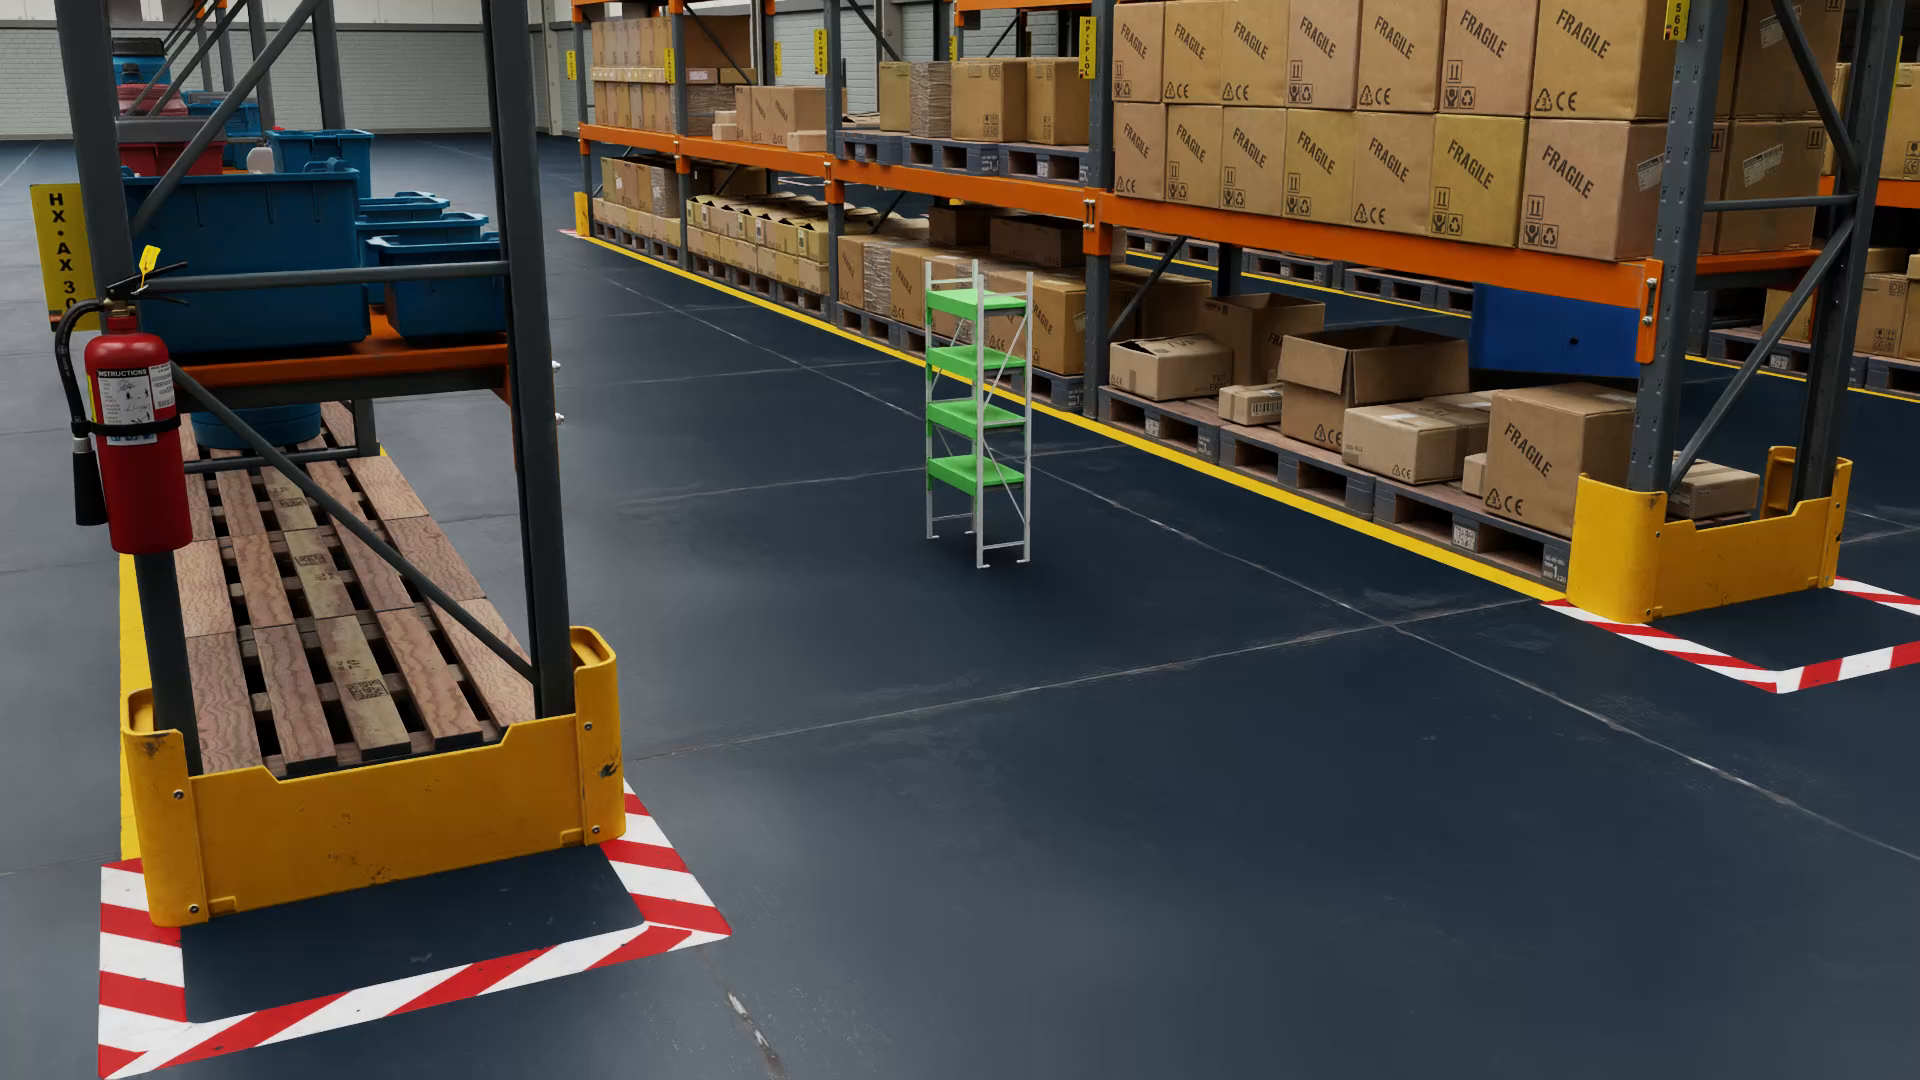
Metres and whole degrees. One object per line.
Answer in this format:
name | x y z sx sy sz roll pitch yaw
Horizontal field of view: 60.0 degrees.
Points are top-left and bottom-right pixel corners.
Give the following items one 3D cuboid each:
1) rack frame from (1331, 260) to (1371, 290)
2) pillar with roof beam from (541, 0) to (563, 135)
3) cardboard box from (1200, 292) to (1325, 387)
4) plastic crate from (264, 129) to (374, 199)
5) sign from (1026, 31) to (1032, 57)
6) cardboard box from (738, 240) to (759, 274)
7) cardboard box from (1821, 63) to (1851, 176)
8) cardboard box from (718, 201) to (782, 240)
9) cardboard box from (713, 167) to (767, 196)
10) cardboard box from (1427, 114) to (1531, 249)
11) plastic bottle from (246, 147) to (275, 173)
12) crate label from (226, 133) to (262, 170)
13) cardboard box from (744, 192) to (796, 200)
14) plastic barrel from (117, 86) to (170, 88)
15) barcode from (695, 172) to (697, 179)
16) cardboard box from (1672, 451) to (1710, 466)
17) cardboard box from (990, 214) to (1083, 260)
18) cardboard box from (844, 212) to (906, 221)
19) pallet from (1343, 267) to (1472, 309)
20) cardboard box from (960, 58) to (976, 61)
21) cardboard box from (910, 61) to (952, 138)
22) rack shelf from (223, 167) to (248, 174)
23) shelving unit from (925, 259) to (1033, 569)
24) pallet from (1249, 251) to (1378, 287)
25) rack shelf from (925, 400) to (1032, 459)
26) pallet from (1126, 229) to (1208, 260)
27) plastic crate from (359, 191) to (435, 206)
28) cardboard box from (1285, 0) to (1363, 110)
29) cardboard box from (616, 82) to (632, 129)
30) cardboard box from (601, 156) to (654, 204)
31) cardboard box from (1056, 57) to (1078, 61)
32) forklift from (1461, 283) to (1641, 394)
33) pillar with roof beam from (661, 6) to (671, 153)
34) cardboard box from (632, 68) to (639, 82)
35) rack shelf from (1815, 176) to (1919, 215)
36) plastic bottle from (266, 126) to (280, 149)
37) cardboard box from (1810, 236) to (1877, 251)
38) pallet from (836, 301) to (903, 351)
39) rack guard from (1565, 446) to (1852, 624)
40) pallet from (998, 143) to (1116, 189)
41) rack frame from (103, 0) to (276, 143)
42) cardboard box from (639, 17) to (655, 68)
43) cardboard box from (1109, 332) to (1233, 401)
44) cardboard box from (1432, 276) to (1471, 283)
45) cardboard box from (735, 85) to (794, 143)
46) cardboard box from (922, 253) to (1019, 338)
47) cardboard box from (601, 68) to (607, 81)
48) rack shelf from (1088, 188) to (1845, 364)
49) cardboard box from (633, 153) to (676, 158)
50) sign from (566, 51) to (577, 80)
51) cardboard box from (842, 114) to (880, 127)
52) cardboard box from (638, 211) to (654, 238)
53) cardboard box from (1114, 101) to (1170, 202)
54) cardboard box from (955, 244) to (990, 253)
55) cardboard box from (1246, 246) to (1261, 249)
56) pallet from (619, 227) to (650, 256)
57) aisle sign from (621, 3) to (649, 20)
rack frame | 3.896 -3.801 15.058 1.000 3.000 0.127 -8 18 -25
pillar with roof beam | -15.537 -15.518 45.011 9.100 9.000 0.400 -8 18 -25
cardboard box | 1.702 -1.113 9.424 0.500 0.500 0.500 -8 18 -25
plastic crate | -2.746 -1.559 7.164 0.392 0.384 0.575 -8 18 -25
sign | 0.899 -6.555 21.984 0.100 0.325 0.005 -8 18 -25
cardboard box | -1.680 -2.562 14.965 0.500 0.250 0.500 -7 18 -24
cardboard box | 5.871 -2.817 11.085 0.980 0.700 0.700 -7 18 -24
cardboard box | -1.908 -2.958 15.326 0.500 0.311 0.500 -8 18 -27
cardboard box | -2.230 -3.587 17.176 0.500 0.500 0.500 -8 18 -25
cardboard box | 2.278 -1.472 6.762 0.500 0.500 0.500 -7 18 -24
plastic bottle | -3.660 -1.924 8.743 0.152 0.276 0.135 -8 18 -25
crate label | -4.857 -2.673 11.431 0.303 0.233 0.416 -8 18 -25
cardboard box | -1.873 -3.277 16.440 0.500 0.311 0.500 -8 18 -25
plastic barrel | -6.029 -3.108 12.397 0.433 0.535 0.433 0 16 0
barcode | -2.570 -3.551 16.181 0.001 0.075 0.075 -8 18 -25
cardboard box | 2.965 -0.275 7.109 0.380 0.166 0.250 -8 18 -25
cardboard box | 0.546 -2.102 11.511 0.500 0.250 0.500 -8 18 -26
cardboard box | -0.759 -2.646 14.239 0.500 0.311 0.500 -8 18 -26
pallet | 4.174 -2.256 14.730 1.003 0.211 1.213 -8 18 -25
cardboard box | 0.330 -5.928 21.346 0.500 0.500 0.500 -8 18 -25
cardboard box | 0.051 -3.059 11.530 0.700 0.500 0.500 -4 17 -14
rack shelf | -5.886 -2.754 12.714 1.077 0.370 4.000 -8 18 -25
shelving unit | 0.073 -0.536 6.942 0.258 1.200 0.503 -8 18 -25
pallet | 3.555 -2.655 16.119 1.003 0.211 1.213 -8 18 -25
rack shelf | 0.073 -0.474 6.960 0.258 0.148 0.480 -8 18 -25
pallet | 2.486 -3.260 18.227 1.003 0.211 1.213 -8 18 -25
plastic crate | -2.026 -1.070 5.738 0.416 0.233 0.300 -8 18 -25
cardboard box | 1.829 -2.204 7.499 0.500 0.500 0.500 -7 17 -23
cardboard box | -3.420 -4.862 18.576 0.700 0.500 0.500 -8 18 -25
cardboard box | -3.804 -4.142 19.111 0.500 0.500 0.500 -8 18 -25
cardboard box | 1.435 -5.294 19.136 0.500 0.500 0.500 -8 18 -25
forklift | 3.908 -2.440 10.441 1.130 2.935 3.031 6 17 19
pillar with roof beam | -10.280 -12.542 34.643 9.100 9.000 0.400 -8 18 -25
cardboard box | -3.293 -4.975 17.793 0.380 0.149 0.250 -7 17 -23
rack shelf | 6.524 -1.967 9.973 1.077 0.370 4.000 -8 18 -25
plastic bottle | -3.916 -2.203 9.581 0.144 0.351 0.185 -8 18 -25
cardboard box | 5.999 -1.983 11.319 0.380 0.149 0.250 -8 18 -25
pallet | -0.262 -1.671 12.692 1.003 0.211 1.213 -8 18 -25
rack guard | 2.916 -0.035 6.467 1.175 0.500 0.348 -8 18 -25
pallet | 0.945 -2.329 10.276 1.003 0.211 1.213 -8 18 -25
rack frame | -5.010 -2.604 10.886 1.000 3.000 0.127 -8 18 -25
cardboard box | -2.949 -5.224 17.482 0.700 0.500 0.500 -8 18 -25
cardboard box | 1.186 -0.998 9.369 0.500 0.311 0.500 -8 18 -25
cardboard box | 4.478 -2.553 13.846 0.750 0.750 0.750 -8 18 -25
cardboard box | -1.755 -3.918 15.286 0.500 0.500 0.500 -6 17 -21
cardboard box | 0.070 -1.681 11.405 0.500 0.500 0.500 -8 18 -27
cardboard box | -3.856 -5.295 18.905 0.380 0.149 0.250 -8 18 -25
rack shelf | 2.073 -1.368 7.884 1.077 0.370 4.000 -8 18 -25
cardboard box | -3.558 -4.329 19.761 0.500 0.500 0.500 -8 18 -25
sign | -4.562 -5.574 19.522 0.100 0.325 0.005 -8 18 -25
cardboard box | -0.676 -3.254 13.314 0.500 0.311 0.500 -6 17 -21
cardboard box | -3.150 -3.409 17.917 0.500 0.250 0.500 -8 18 -25
cardboard box | 1.175 -2.098 8.944 0.500 0.500 0.500 -7 17 -23
cardboard box | 0.292 -1.880 12.096 0.500 0.500 0.500 -8 18 -27
cardboard box | 3.169 -3.245 16.854 0.700 0.500 0.500 -8 18 -25
pallet | -3.157 -3.358 18.570 1.003 0.211 1.213 -8 18 -25
aisle sign | -3.825 -6.486 19.703 0.394 0.787 0.004 -8 18 -25
